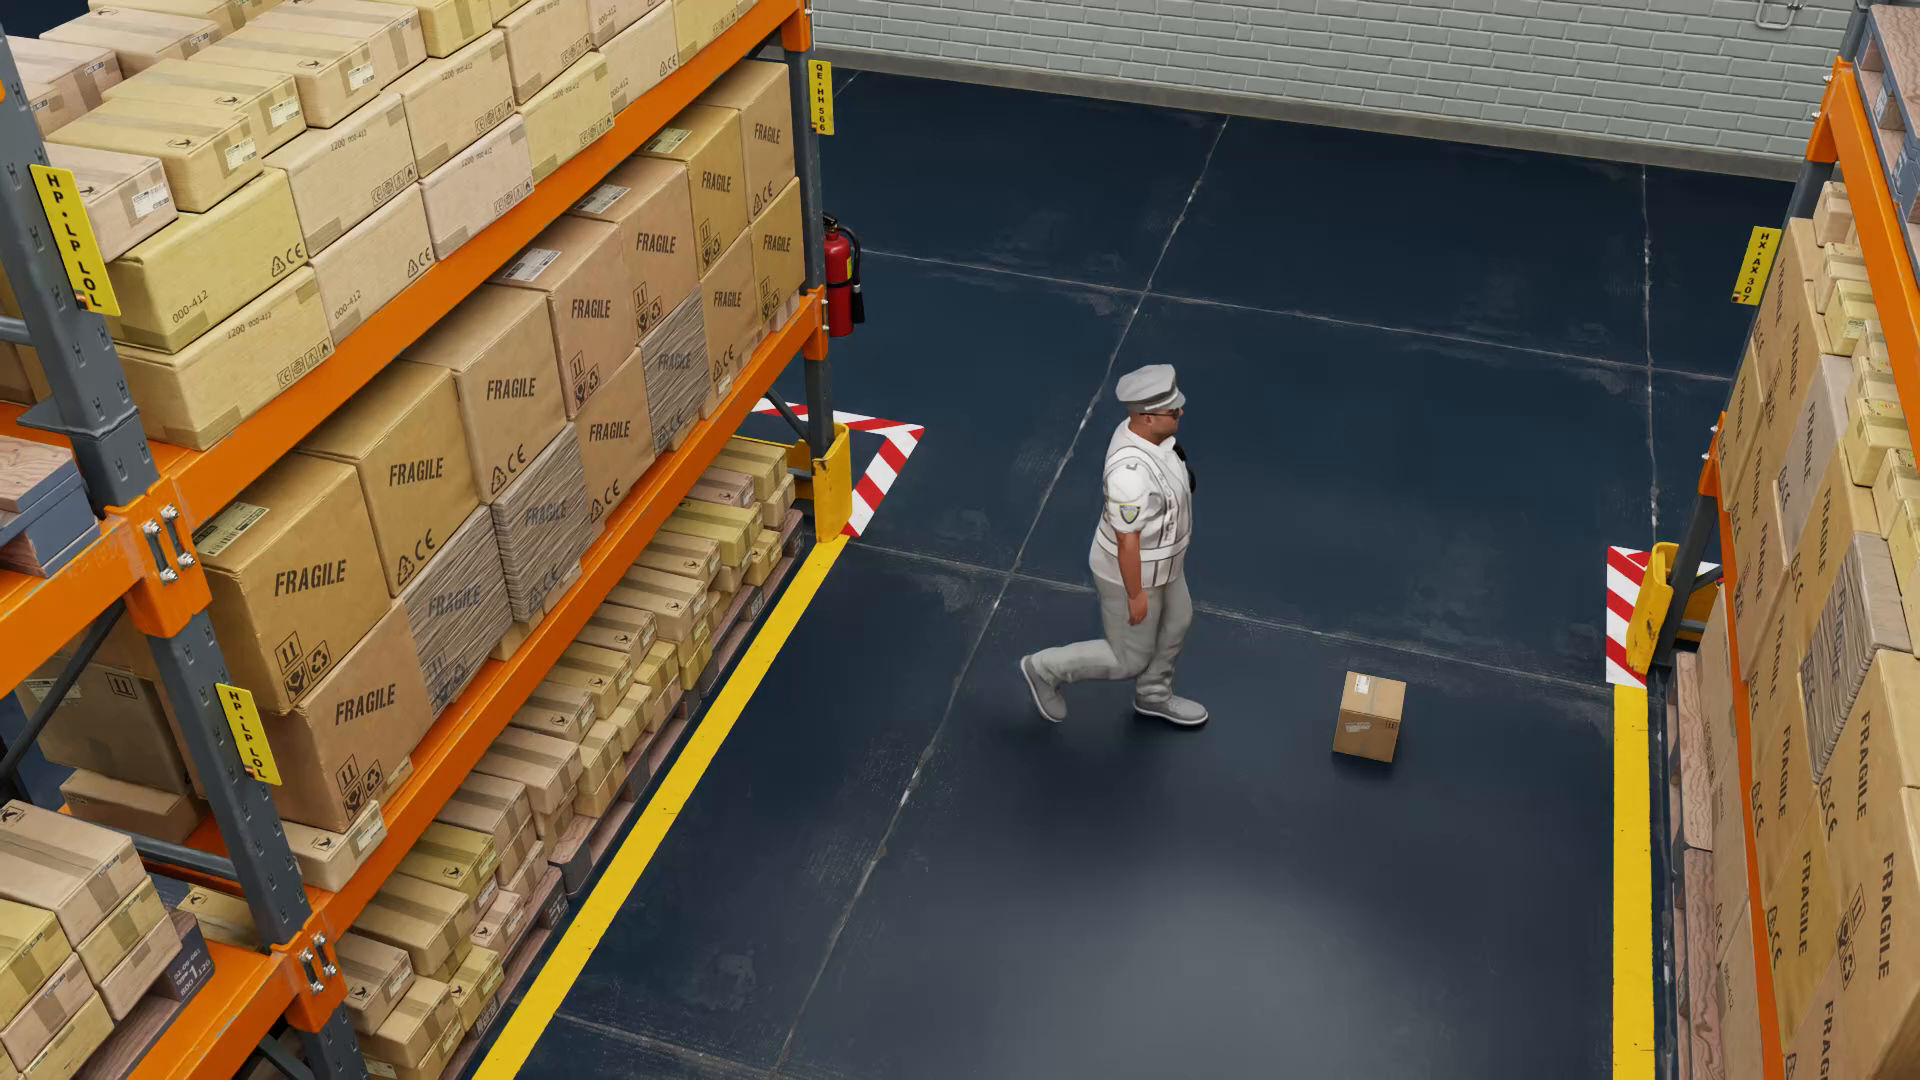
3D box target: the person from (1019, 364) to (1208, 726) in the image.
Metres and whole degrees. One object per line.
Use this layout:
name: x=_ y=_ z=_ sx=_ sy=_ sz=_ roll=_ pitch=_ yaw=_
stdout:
person: x=0.677 y=0.054 z=6.788 sx=0.805 sy=1.740 sz=0.538 roll=11 pitch=38 yaw=14
